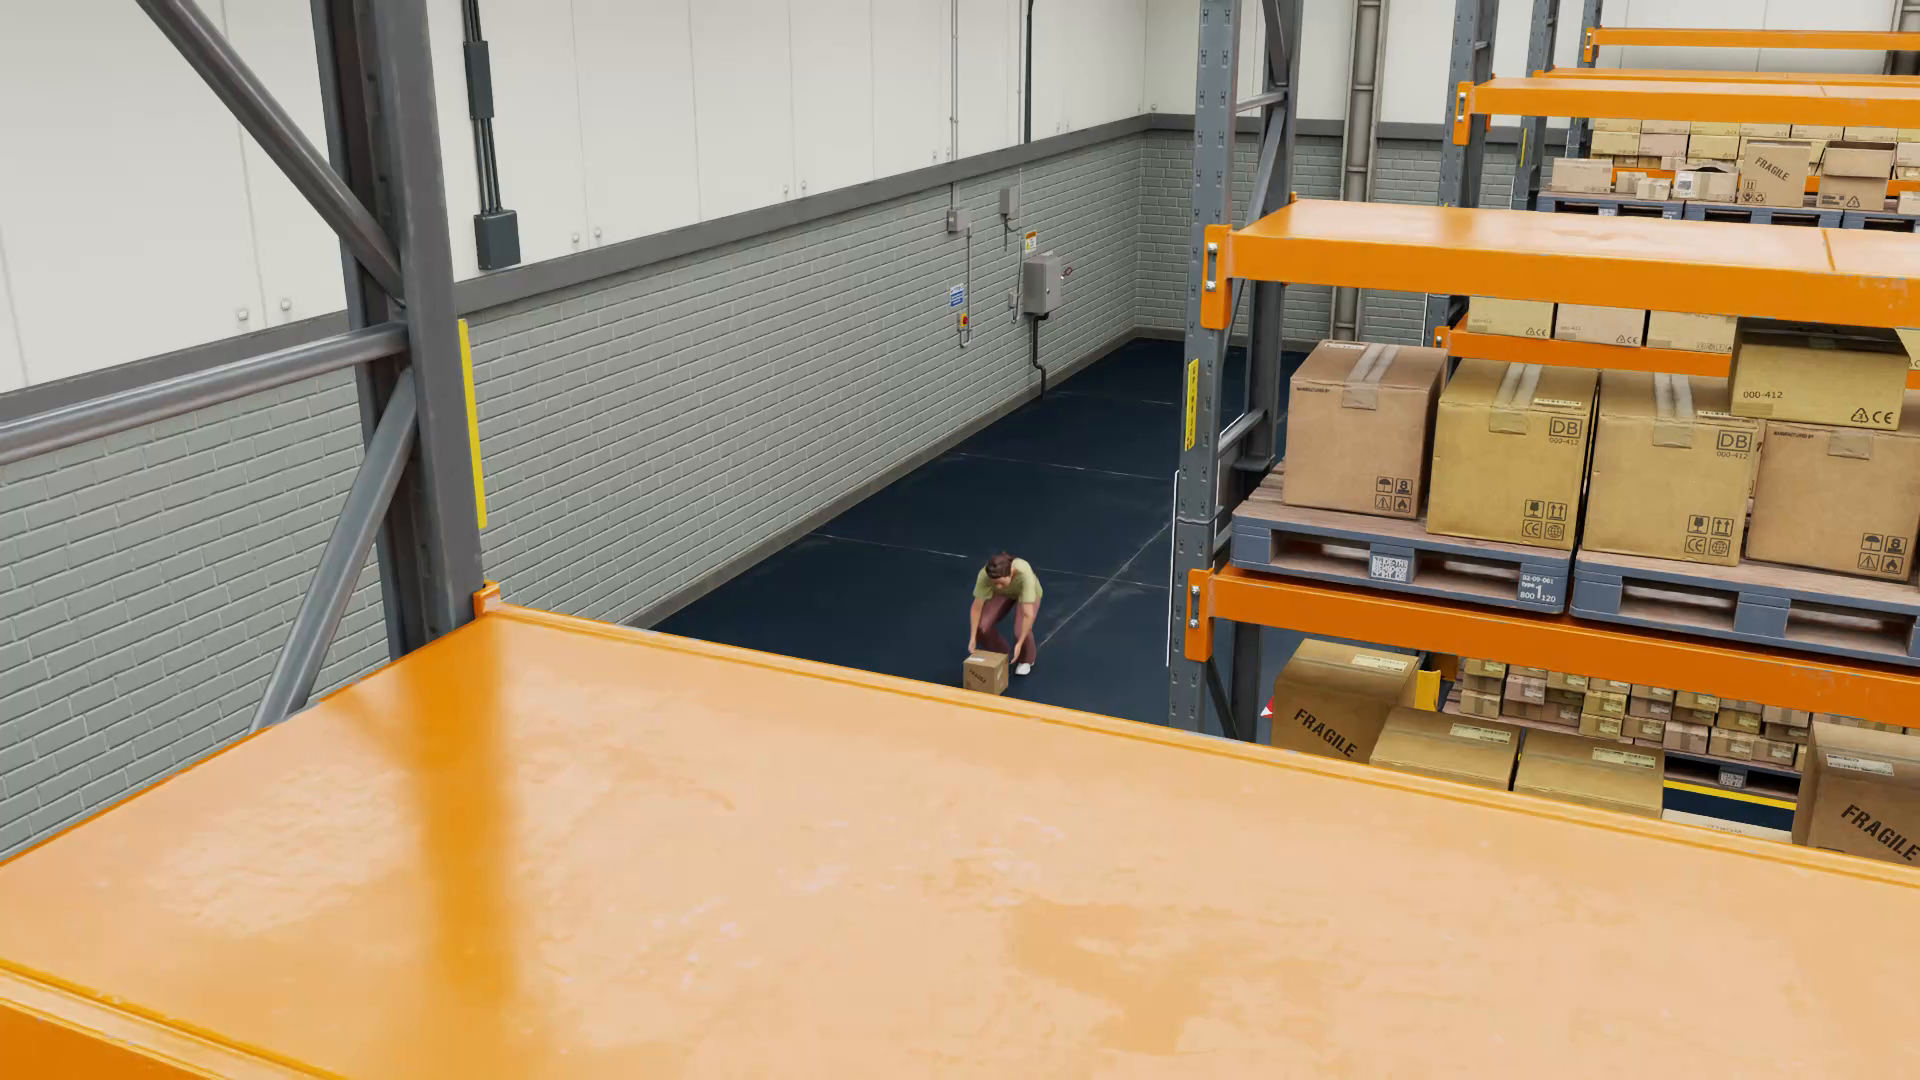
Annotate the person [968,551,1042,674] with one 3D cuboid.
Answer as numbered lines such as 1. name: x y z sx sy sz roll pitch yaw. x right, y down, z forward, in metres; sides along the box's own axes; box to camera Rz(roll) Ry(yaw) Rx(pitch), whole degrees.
1. person: 0.370 0.506 12.254 0.496 1.023 0.777 8 21 23
